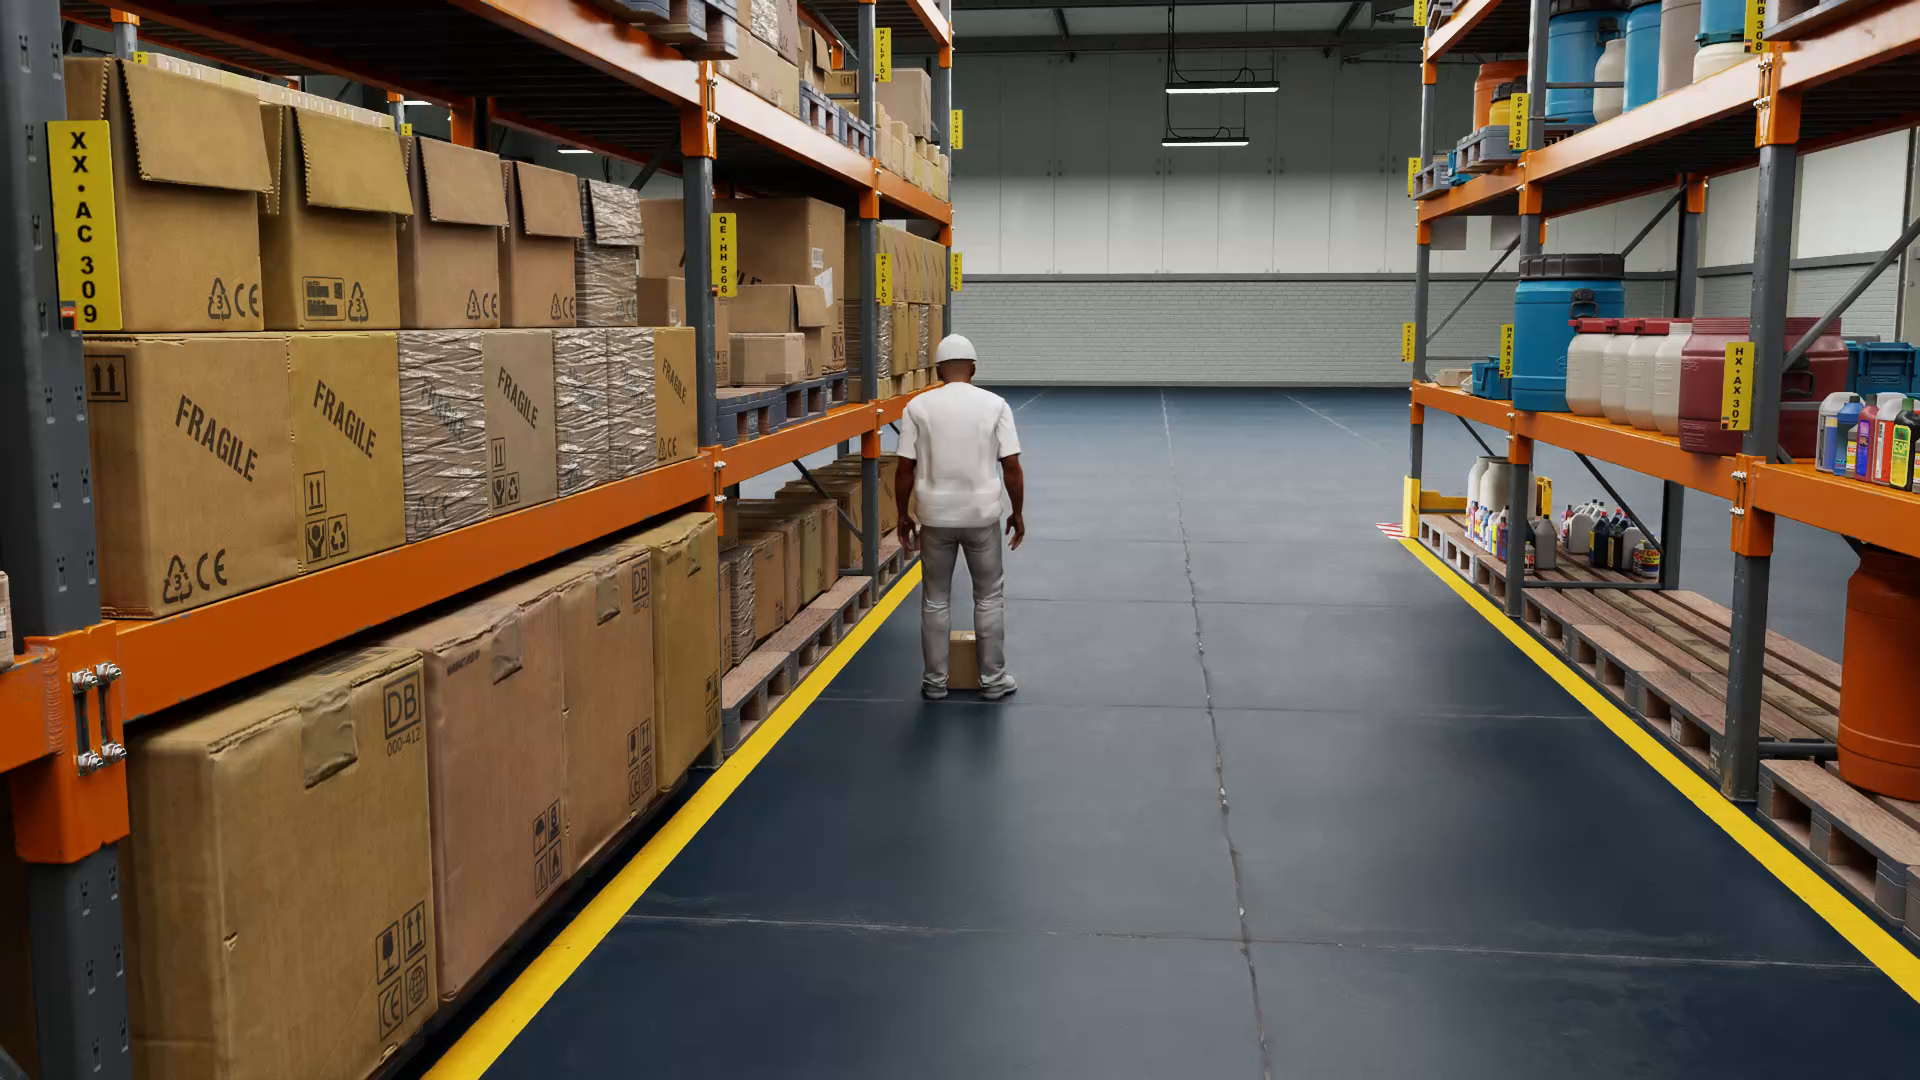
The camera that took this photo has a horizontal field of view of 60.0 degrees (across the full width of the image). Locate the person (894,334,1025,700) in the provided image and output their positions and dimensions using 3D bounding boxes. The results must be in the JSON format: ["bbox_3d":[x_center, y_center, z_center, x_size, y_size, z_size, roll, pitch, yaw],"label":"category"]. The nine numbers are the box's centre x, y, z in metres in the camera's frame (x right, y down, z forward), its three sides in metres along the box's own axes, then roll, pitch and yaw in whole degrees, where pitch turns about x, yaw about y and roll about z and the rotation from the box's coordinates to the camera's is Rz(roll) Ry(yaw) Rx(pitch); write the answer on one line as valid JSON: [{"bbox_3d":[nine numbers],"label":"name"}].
[{"bbox_3d":[0.000,-0.113,8.073,0.629,1.761,0.458,0,8,4],"label":"person"}]
